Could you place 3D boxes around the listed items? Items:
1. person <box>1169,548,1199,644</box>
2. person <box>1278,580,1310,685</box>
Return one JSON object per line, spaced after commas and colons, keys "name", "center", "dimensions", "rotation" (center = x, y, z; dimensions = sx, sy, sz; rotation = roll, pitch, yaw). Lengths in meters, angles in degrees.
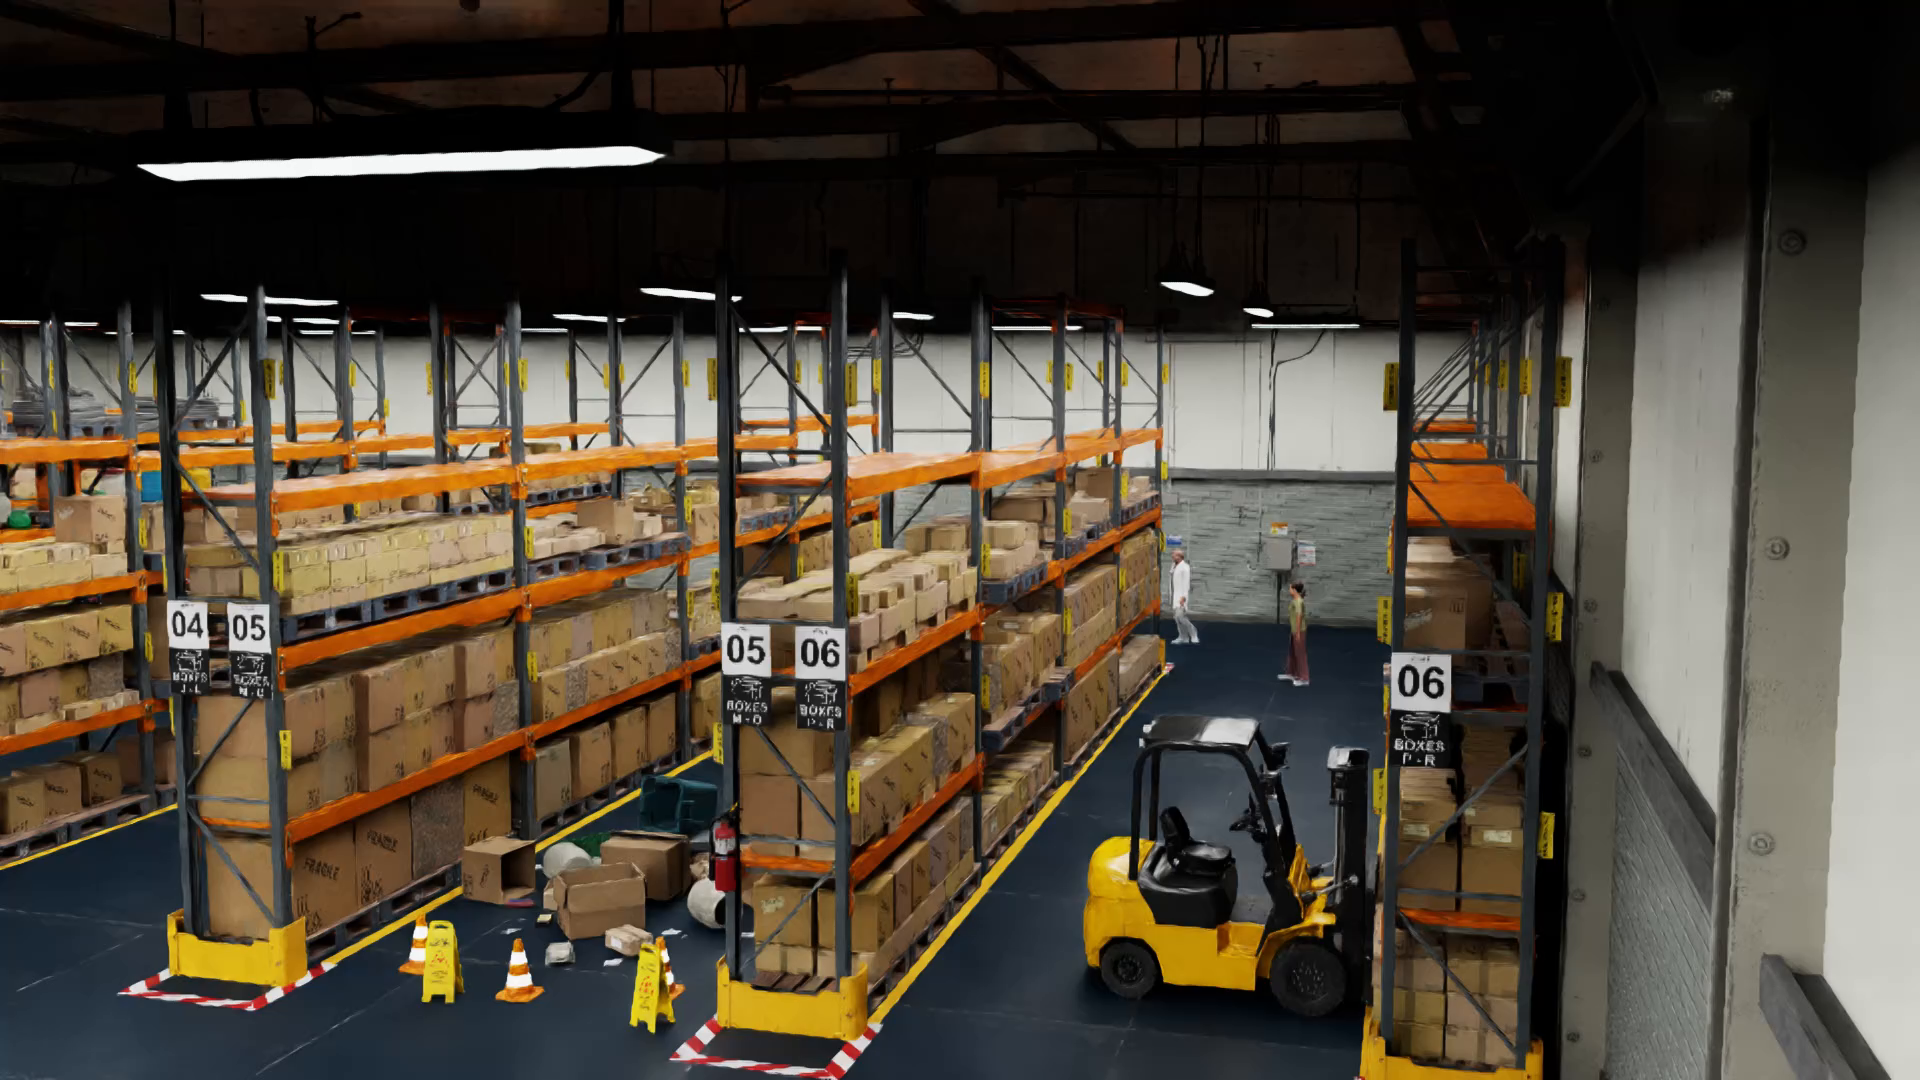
{"name": "person", "center": [4.104, 1.089, 30.608], "dimensions": [0.533, 1.665, 0.748], "rotation": [-2, 6, -20]}
{"name": "person", "center": [5.419, 1.472, 26.909], "dimensions": [0.515, 1.673, 0.630], "rotation": [1, 6, 10]}
